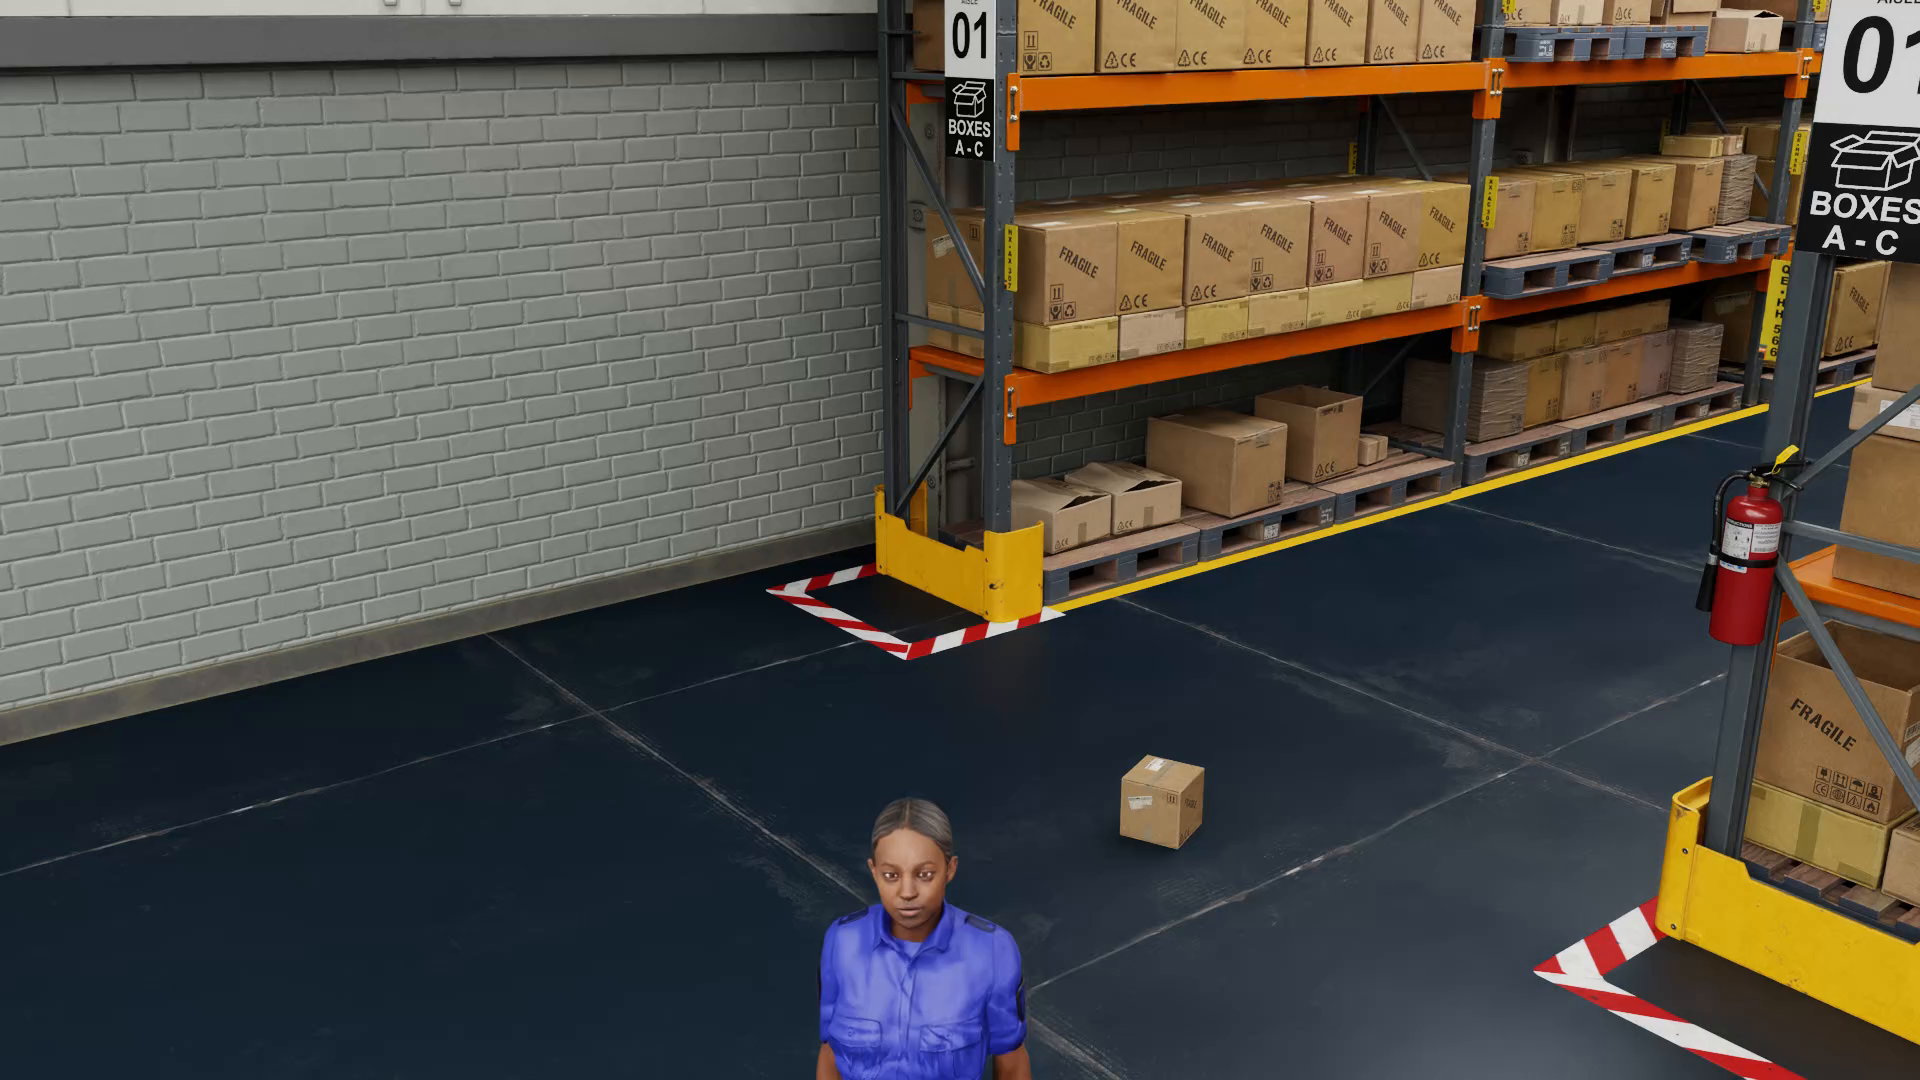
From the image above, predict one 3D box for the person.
[{"bbox_3d":[-0.076,1.289,3.493,0.445,1.632,0.577,3,18,10],"label":"person"}]
